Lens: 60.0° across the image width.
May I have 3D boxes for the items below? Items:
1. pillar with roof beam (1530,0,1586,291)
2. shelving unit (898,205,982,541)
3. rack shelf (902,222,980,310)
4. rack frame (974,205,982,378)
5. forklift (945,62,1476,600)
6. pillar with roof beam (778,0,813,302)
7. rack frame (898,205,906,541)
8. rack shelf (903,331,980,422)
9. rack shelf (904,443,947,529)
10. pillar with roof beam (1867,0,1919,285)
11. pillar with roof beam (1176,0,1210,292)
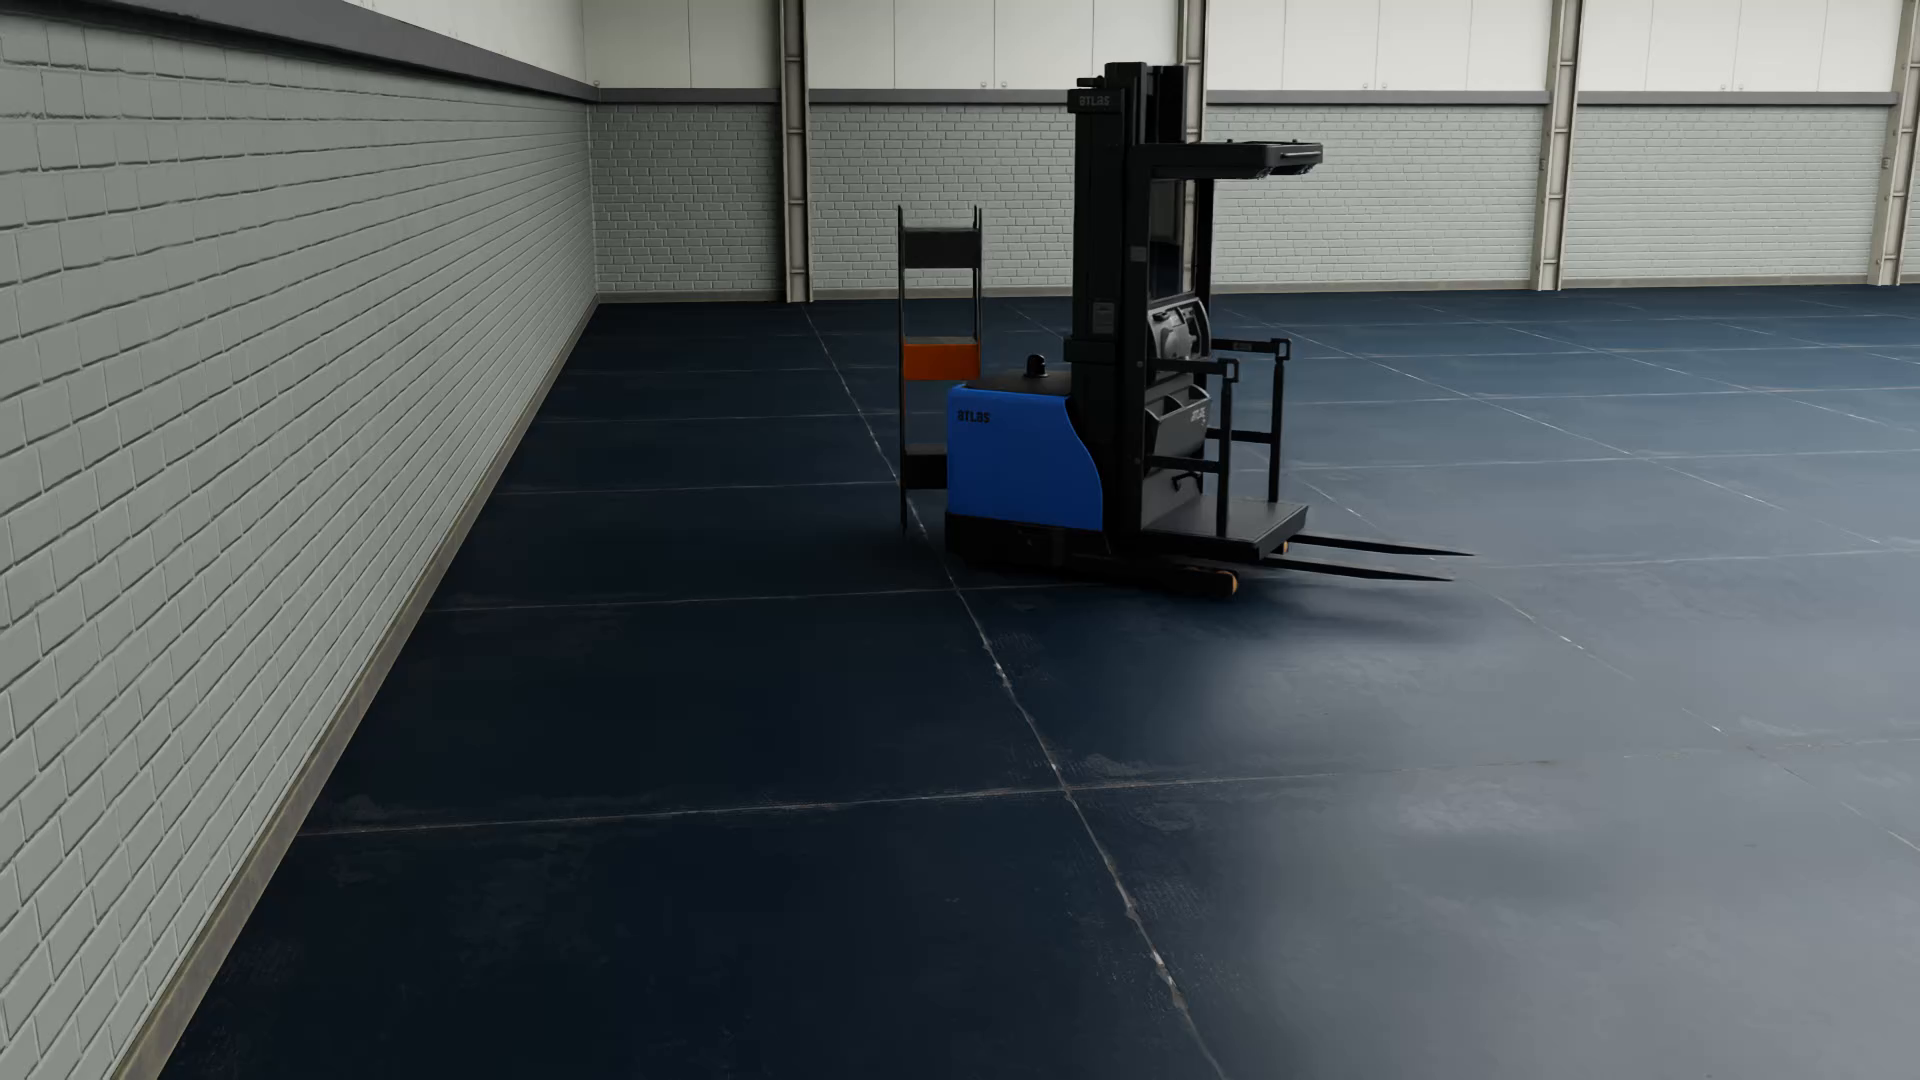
[{"bbox_3d":[10.080,-7.372,21.617,0.400,9.000,9.100,-2,14,-8],"label":"pillar with roof beam"},{"bbox_3d":[-0.130,-1.068,10.664,0.503,2.100,0.431,-1,14,-4],"label":"shelving unit"},{"bbox_3d":[-0.130,-1.734,10.497,0.480,0.518,0.431,-1,14,-4],"label":"rack shelf"},{"bbox_3d":[0.113,-1.072,10.682,0.015,2.100,0.400,-1,14,-4],"label":"rack frame"},{"bbox_3d":[1.457,-1.230,9.602,3.031,2.935,1.130,7,16,26],"label":"forklift"},{"bbox_3d":[-1.786,-6.937,19.883,0.400,9.000,9.100,-2,14,-8],"label":"pillar with roof beam"},{"bbox_3d":[-0.373,-1.063,10.646,0.015,2.100,0.400,-1,14,-4],"label":"rack frame"},{"bbox_3d":[-0.130,-1.055,10.667,0.480,0.518,0.431,-1,14,-4],"label":"rack shelf"},{"bbox_3d":[-0.130,-0.376,10.837,0.480,0.518,0.431,-1,14,-4],"label":"rack shelf"},{"bbox_3d":[16.013,-7.589,22.484,0.400,9.000,9.100,-2,14,-8],"label":"pillar with roof beam"},{"bbox_3d":[4.147,-7.154,20.750,0.400,9.000,9.100,-2,14,-8],"label":"pillar with roof beam"}]
